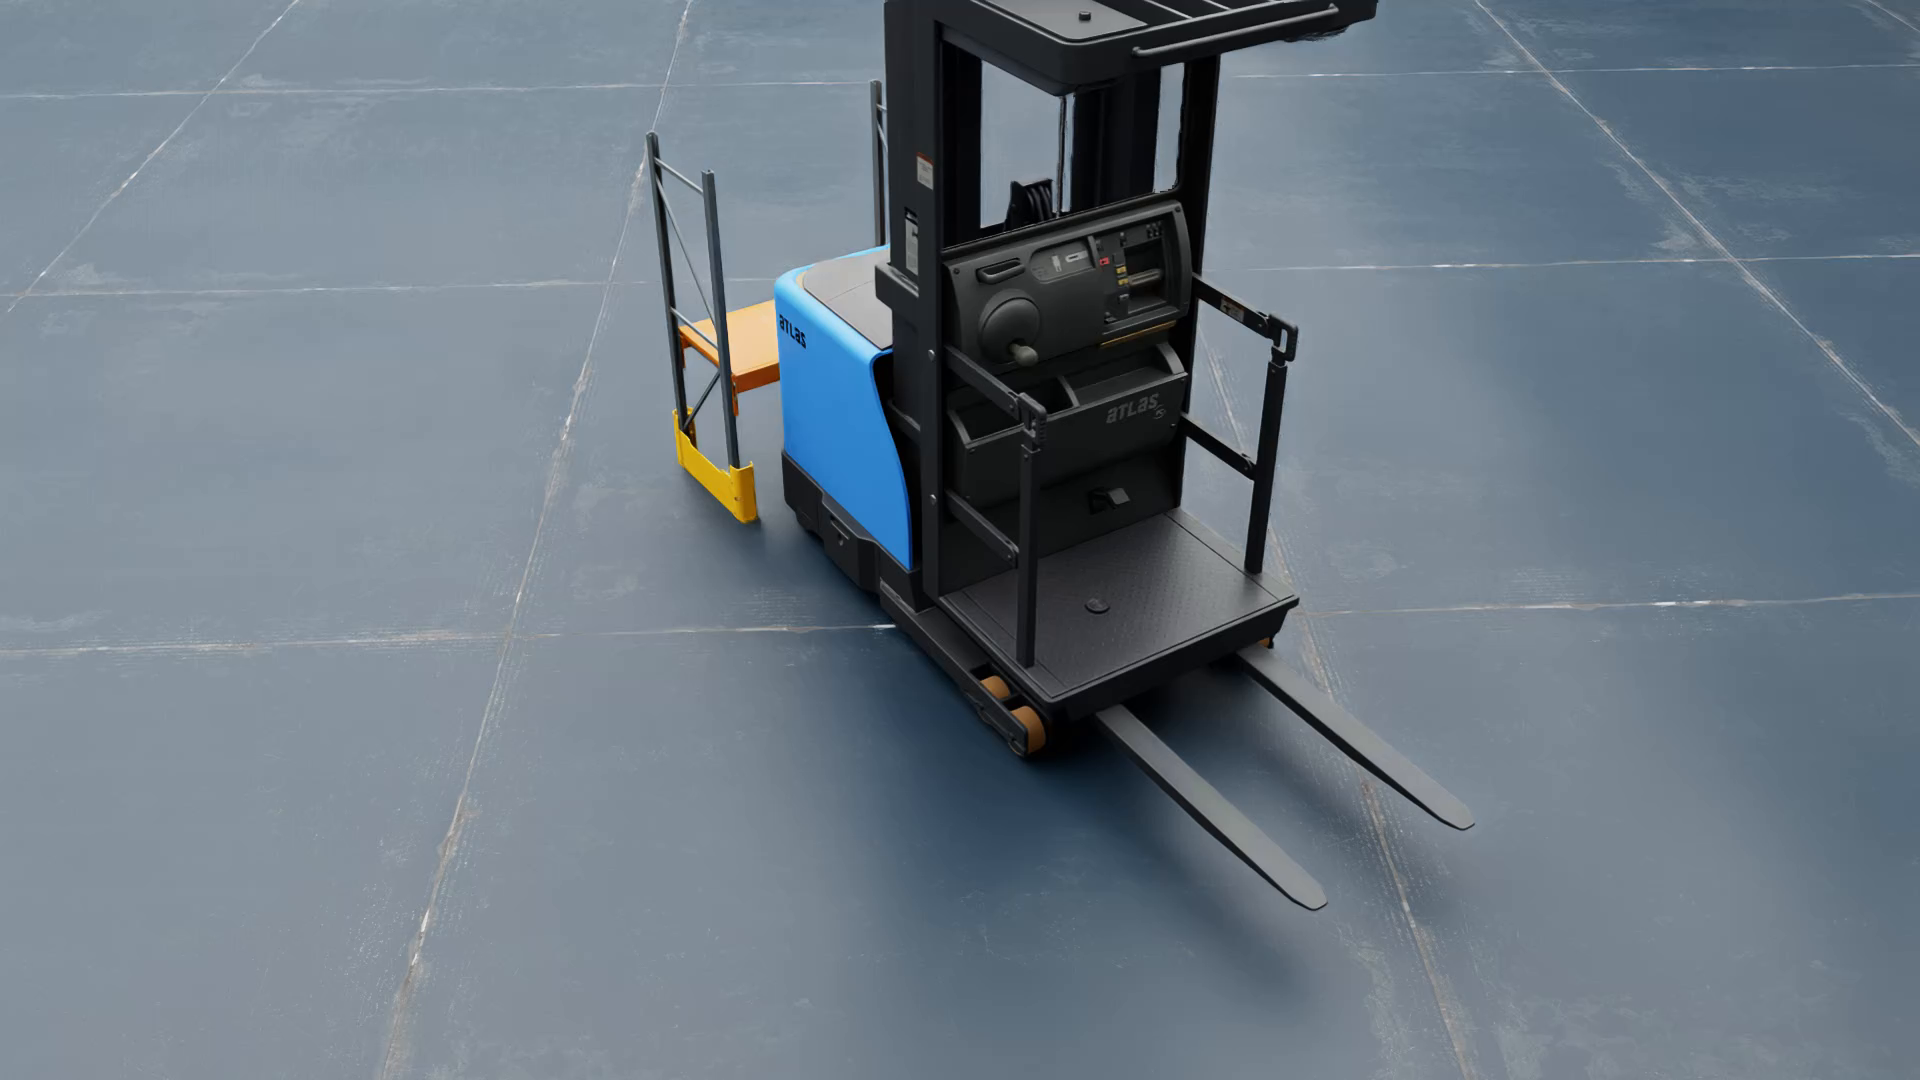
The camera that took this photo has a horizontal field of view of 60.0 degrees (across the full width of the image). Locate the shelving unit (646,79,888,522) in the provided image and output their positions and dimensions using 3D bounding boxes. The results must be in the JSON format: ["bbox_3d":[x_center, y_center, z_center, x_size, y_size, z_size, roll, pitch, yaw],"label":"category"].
[{"bbox_3d":[-0.626,-1.001,6.878,1.083,1.500,0.587,-22,40,-28],"label":"shelving unit"}]

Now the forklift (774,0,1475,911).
[{"bbox_3d":[0.490,-0.777,5.298,1.130,2.935,3.031,-20,39,-26],"label":"forklift"}]

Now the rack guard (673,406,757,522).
[{"bbox_3d":[-1.034,-0.325,7.000,0.087,0.250,0.587,-22,40,-28],"label":"rack guard"}]

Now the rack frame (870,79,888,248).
[{"bbox_3d":[-0.216,-1.164,7.113,0.032,1.500,0.500,-22,40,-28],"label":"rack frame"}]

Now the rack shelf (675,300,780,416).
[{"bbox_3d":[-0.633,-0.850,6.977,1.000,0.185,0.538,-22,40,-28],"label":"rack shelf"}]

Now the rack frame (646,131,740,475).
[{"bbox_3d":[-1.050,-0.833,6.635,0.032,1.500,0.500,-22,40,-28],"label":"rack frame"}]
